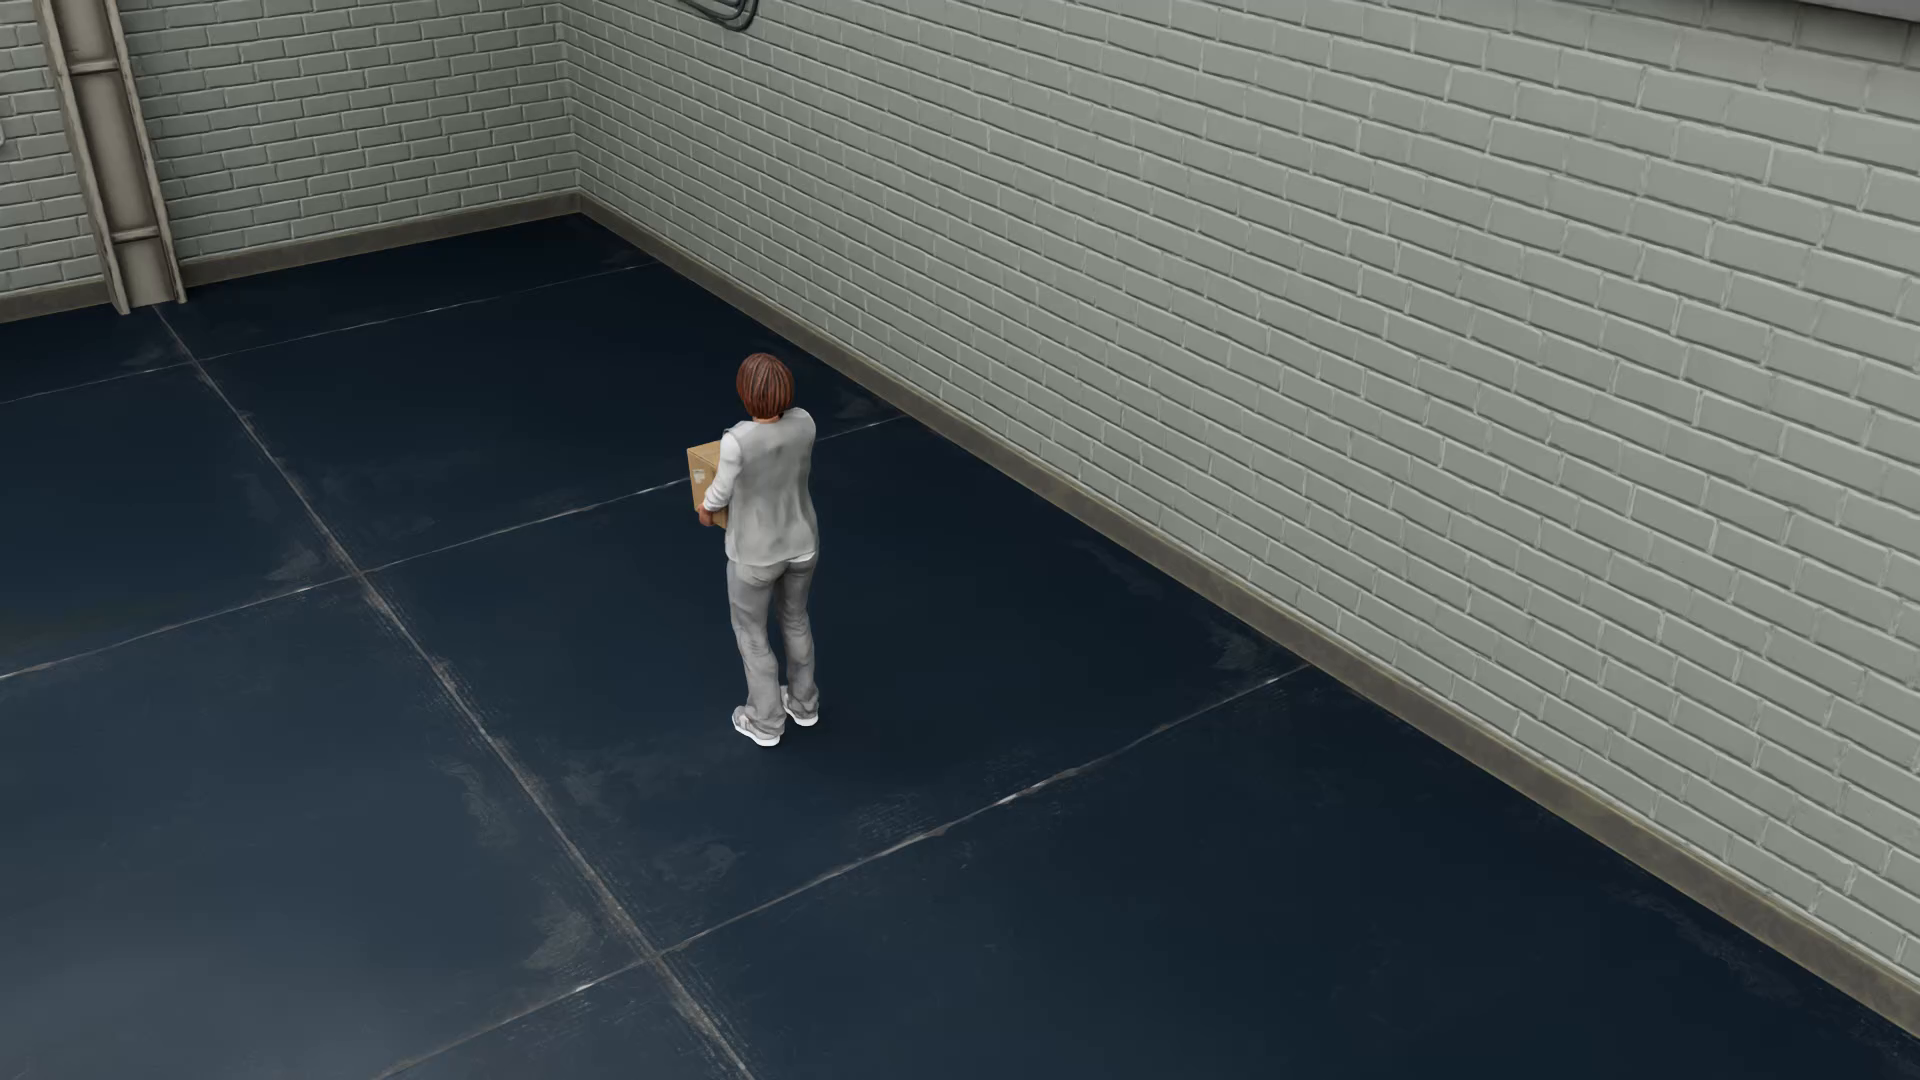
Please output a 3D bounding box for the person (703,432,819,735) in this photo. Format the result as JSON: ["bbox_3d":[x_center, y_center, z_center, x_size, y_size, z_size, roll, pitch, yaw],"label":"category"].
[{"bbox_3d":[-0.694,0.114,6.120,0.406,1.280,0.316,-19,34,-30],"label":"person"}]
